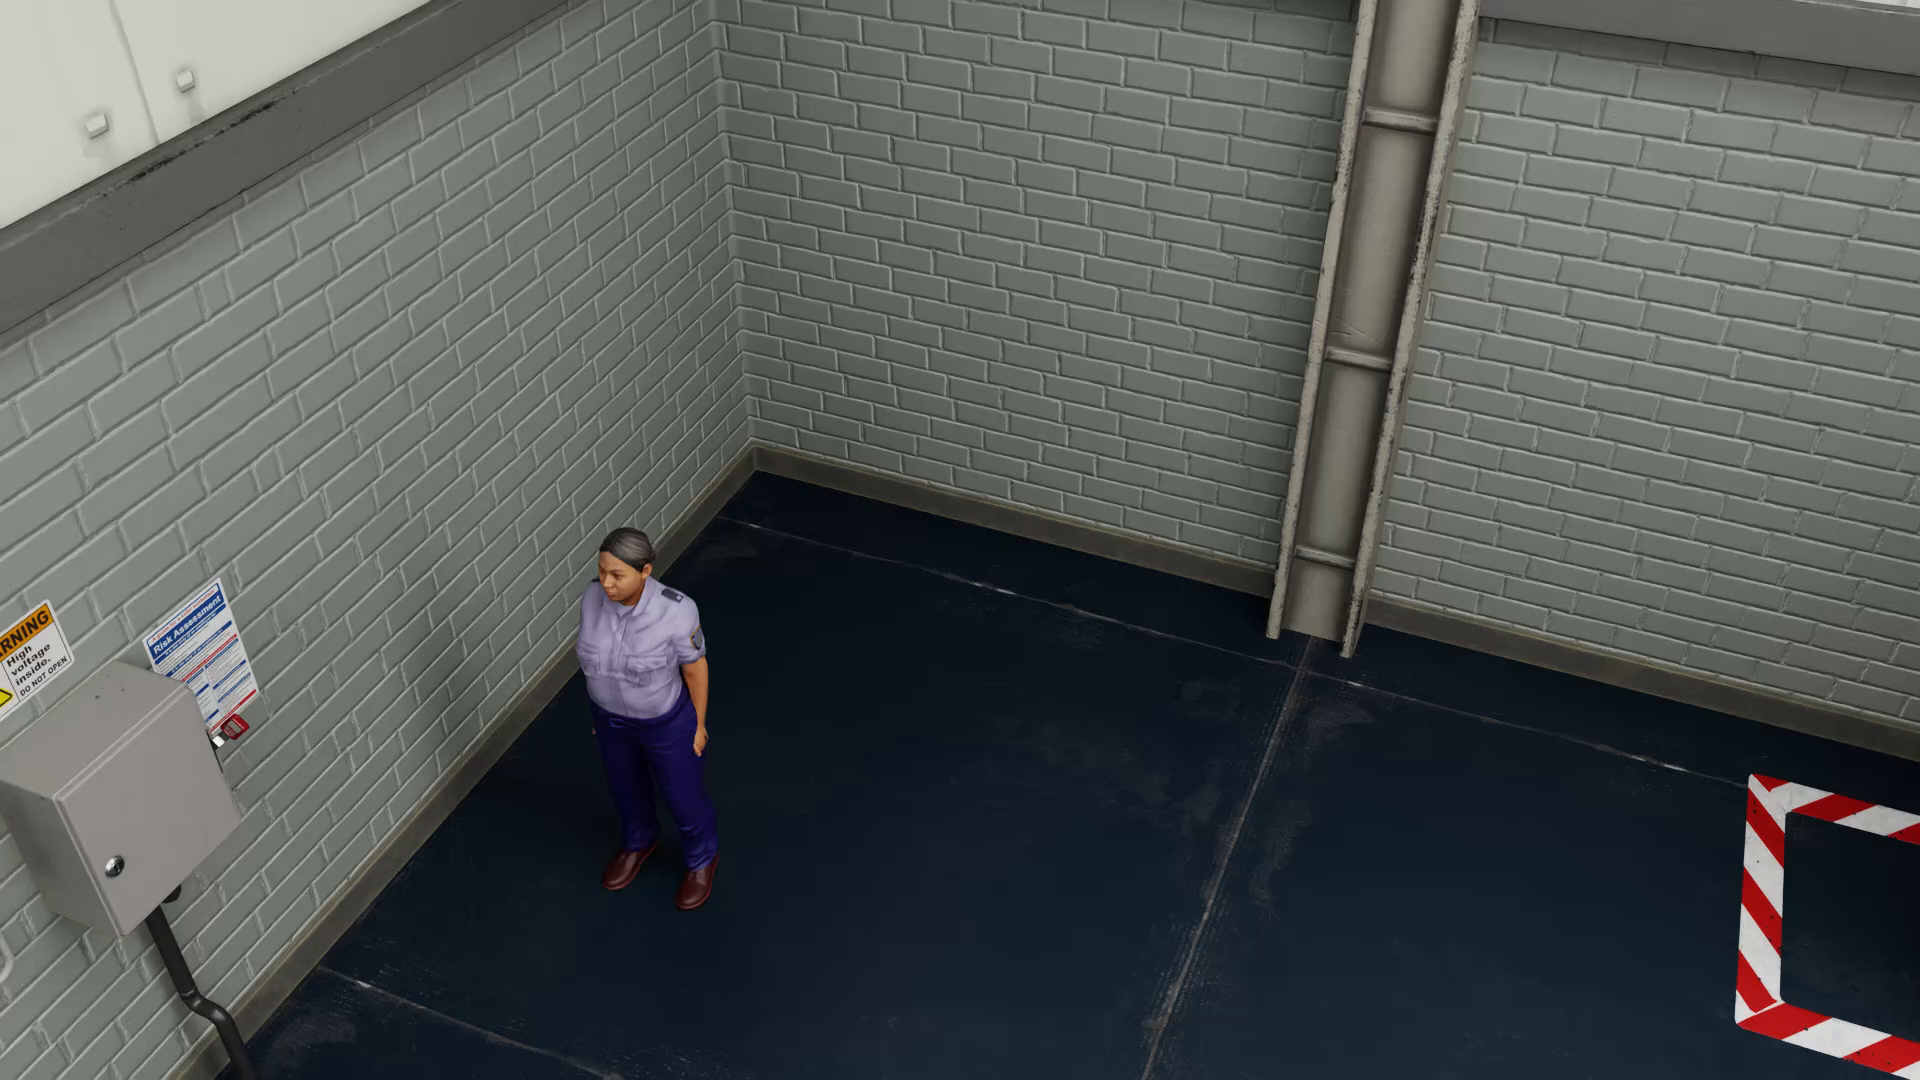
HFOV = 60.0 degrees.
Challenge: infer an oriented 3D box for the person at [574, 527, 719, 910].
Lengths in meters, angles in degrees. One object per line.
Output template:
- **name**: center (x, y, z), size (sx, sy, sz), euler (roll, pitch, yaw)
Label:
- **person**: center (-1.133, 0.644, 5.999), size (0.471, 1.656, 0.344), euler (12, 39, 15)
